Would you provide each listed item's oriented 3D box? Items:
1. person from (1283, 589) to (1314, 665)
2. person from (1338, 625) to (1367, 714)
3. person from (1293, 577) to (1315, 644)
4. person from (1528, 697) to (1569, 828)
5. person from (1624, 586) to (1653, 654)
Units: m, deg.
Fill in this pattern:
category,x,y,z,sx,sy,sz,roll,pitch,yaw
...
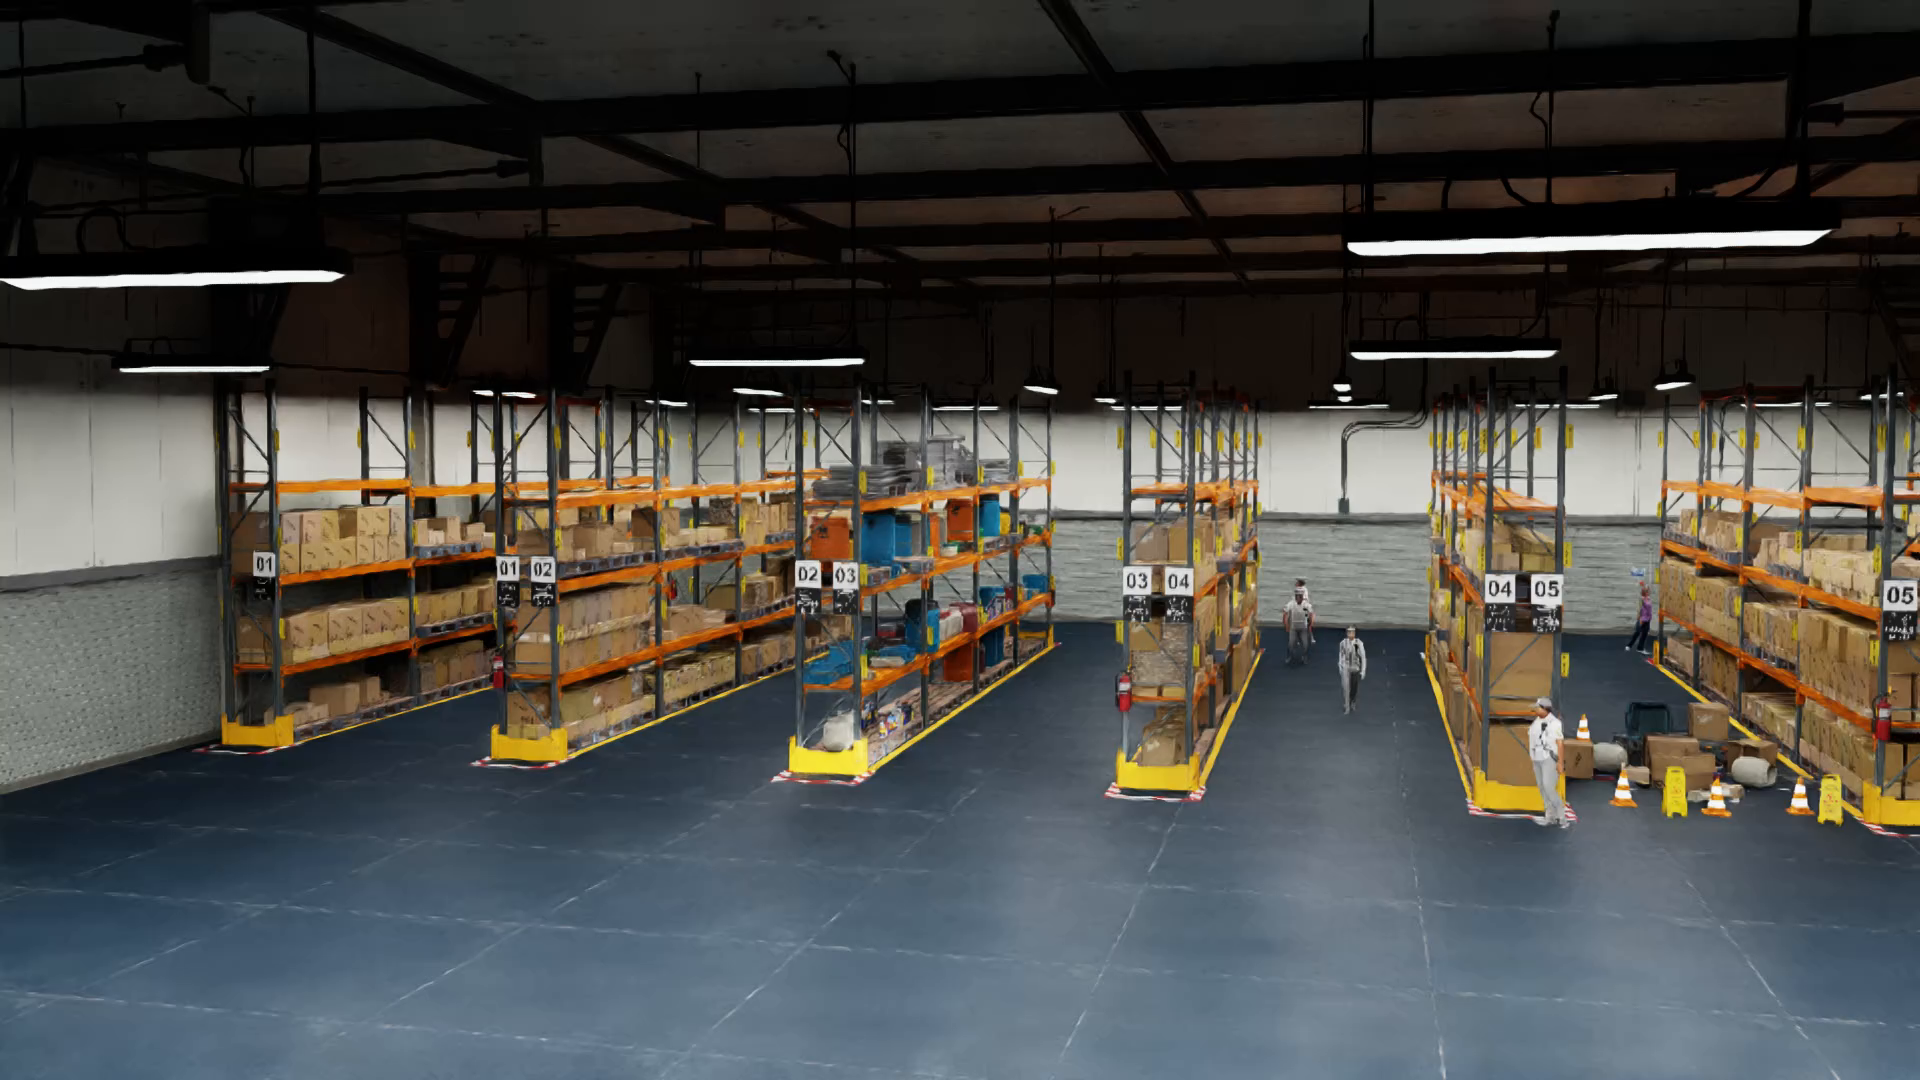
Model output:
category,x,y,z,sx,sy,sz,roll,pitch,yaw
person,7.534,1.931,36.994,0.682,1.715,0.536,1,3,11
person,7.205,2.349,30.537,0.502,1.625,0.988,1,4,12
person,8.403,1.730,40.638,0.440,1.653,0.619,-1,4,-18
person,7.645,2.871,21.578,0.420,1.658,0.598,-1,4,-17
person,15.884,1.876,38.936,0.600,1.589,0.472,-2,4,-32
